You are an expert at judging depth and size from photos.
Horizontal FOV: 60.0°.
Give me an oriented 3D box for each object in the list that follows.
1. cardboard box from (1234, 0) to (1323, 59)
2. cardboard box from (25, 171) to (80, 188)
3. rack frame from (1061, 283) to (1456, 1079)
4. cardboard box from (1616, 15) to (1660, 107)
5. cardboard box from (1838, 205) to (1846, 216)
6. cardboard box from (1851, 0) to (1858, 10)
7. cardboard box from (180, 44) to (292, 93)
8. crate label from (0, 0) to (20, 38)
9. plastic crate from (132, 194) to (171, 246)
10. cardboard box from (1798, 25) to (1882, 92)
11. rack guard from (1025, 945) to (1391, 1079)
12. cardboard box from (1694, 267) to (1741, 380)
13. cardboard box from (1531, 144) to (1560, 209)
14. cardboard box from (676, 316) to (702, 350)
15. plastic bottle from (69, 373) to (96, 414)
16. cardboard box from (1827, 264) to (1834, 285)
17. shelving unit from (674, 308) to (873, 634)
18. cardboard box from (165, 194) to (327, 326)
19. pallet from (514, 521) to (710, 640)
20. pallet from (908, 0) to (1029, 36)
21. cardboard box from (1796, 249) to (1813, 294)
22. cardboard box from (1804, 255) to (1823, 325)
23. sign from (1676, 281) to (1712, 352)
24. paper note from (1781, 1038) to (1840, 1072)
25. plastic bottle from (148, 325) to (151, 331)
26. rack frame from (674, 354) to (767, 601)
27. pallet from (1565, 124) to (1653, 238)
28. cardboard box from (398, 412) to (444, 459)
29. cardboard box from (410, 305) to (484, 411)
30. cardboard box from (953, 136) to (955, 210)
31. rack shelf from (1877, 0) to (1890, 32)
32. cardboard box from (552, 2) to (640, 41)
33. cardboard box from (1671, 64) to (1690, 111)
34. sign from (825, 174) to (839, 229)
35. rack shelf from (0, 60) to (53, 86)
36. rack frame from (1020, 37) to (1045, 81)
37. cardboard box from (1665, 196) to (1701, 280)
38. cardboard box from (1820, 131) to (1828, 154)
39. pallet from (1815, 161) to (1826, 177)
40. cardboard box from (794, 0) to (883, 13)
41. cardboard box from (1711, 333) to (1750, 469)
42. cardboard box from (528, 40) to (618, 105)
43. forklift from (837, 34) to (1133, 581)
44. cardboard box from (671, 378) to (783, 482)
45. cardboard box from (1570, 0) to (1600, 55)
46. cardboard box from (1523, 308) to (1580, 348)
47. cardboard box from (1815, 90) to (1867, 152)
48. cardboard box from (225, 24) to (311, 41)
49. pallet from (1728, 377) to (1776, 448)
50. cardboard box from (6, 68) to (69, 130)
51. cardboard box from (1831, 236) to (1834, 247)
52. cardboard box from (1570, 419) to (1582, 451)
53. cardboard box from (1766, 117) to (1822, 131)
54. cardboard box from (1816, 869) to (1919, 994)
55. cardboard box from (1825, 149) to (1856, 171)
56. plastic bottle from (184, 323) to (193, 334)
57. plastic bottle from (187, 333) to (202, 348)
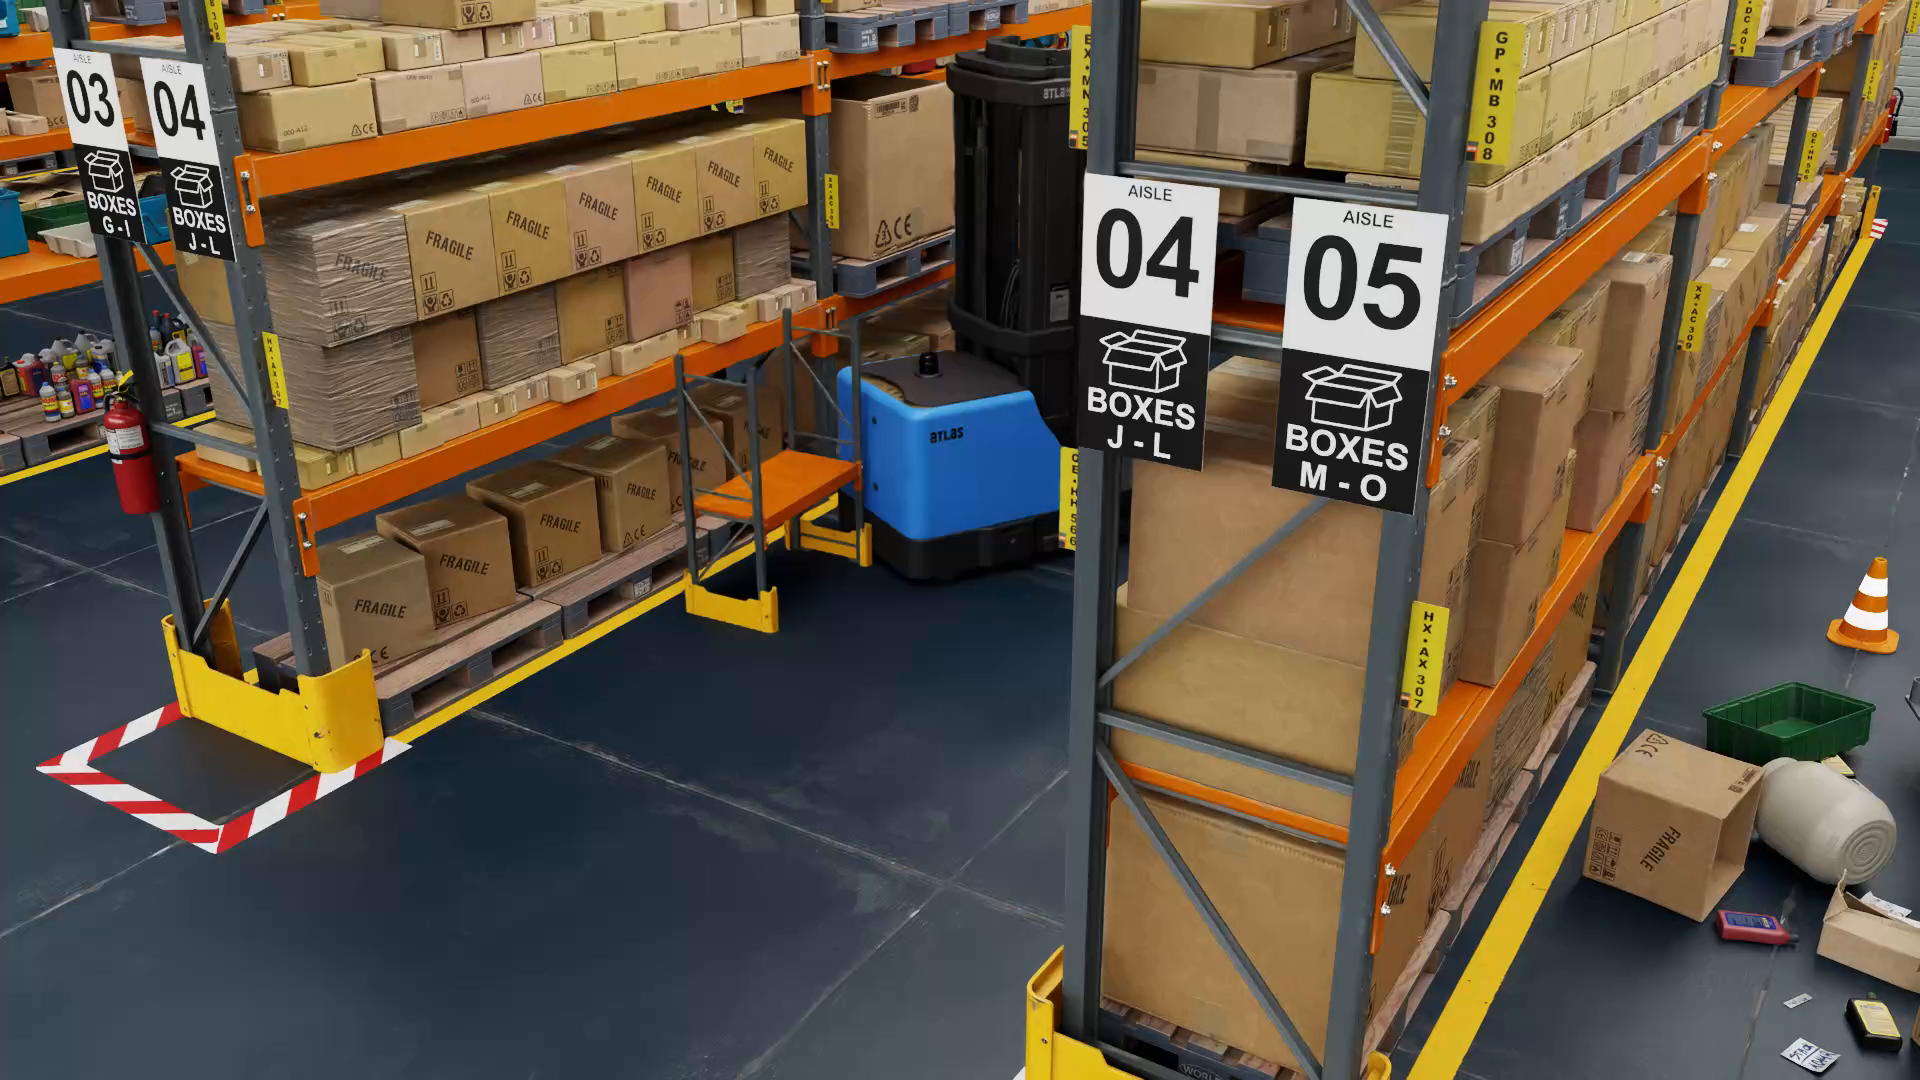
[{"bbox_3d":[0.821,-1.495,4.811,0.380,0.149,0.250,14,27,29],"label":"cardboard box"},{"bbox_3d":[-9.161,-3.591,16.997,0.500,0.311,0.500,14,27,29],"label":"cardboard box"},{"bbox_3d":[0.799,0.639,4.997,1.000,3.000,0.127,14,27,29],"label":"rack frame"},{"bbox_3d":[2.069,-1.664,5.702,0.500,0.250,0.500,14,27,29],"label":"cardboard box"},{"bbox_3d":[8.333,-3.163,16.092,0.380,0.149,0.250,14,27,29],"label":"cardboard box"},{"bbox_3d":[6.063,-3.960,11.721,0.500,0.500,0.500,14,27,29],"label":"cardboard box"},{"bbox_3d":[-3.020,-1.969,6.935,0.380,0.149,0.250,14,27,29],"label":"cardboard box"},{"bbox_3d":[-6.301,-3.343,10.608,0.502,0.251,0.408,14,27,29],"label":"crate label"},{"bbox_3d":[-5.813,-2.324,12.029,0.499,0.251,0.616,14,27,29],"label":"plastic crate"},{"bbox_3d":[7.574,-4.153,14.309,0.500,0.500,0.500,15,27,30],"label":"cardboard box"},{"bbox_3d":[0.786,1.795,5.475,1.175,0.500,0.348,14,27,29],"label":"rack guard"},{"bbox_3d":[3.947,-1.216,9.158,0.500,0.500,0.500,14,27,29],"label":"cardboard box"},{"bbox_3d":[1.519,-1.080,4.854,0.380,0.149,0.250,14,27,29],"label":"cardboard box"},{"bbox_3d":[-1.719,-1.216,9.600,0.380,0.149,0.250,14,27,29],"label":"cardboard box"},{"bbox_3d":[-6.213,-1.047,11.757,0.061,0.283,0.133,14,27,30],"label":"plastic bottle"},{"bbox_3d":[7.734,-2.441,15.172,0.380,0.149,0.250,15,27,30],"label":"cardboard box"},{"bbox_3d":[-1.028,-0.418,9.328,0.587,1.500,1.083,12,26,26],"label":"shelving unit"},{"bbox_3d":[-3.281,-1.313,7.748,0.500,0.500,0.500,14,27,29],"label":"cardboard box"},{"bbox_3d":[-2.219,0.143,9.654,1.003,0.211,1.213,14,27,29],"label":"pallet"},{"bbox_3d":[-0.291,-3.611,11.277,1.213,0.211,1.003,14,27,29],"label":"pallet"},{"bbox_3d":[6.401,-2.144,13.101,0.500,0.250,0.500,13,26,27],"label":"cardboard box"},{"bbox_3d":[6.952,-2.154,14.067,0.500,0.500,0.500,13,27,28],"label":"cardboard box"},{"bbox_3d":[3.381,-1.029,7.661,0.100,0.325,0.005,14,27,29],"label":"sign"},{"bbox_3d":[3.046,1.843,5.956,0.142,0.017,0.144,-17,29,-35],"label":"paper note"},{"bbox_3d":[-6.337,-1.559,12.857,0.144,0.351,0.185,13,26,27],"label":"plastic bottle"},{"bbox_3d":[-1.273,-0.237,8.910,0.500,1.500,0.032,12,26,26],"label":"rack frame"},{"bbox_3d":[1.824,-1.363,5.958,1.003,0.211,1.213,14,27,29],"label":"pallet"},{"bbox_3d":[-2.716,-0.527,8.007,0.380,0.149,0.250,14,27,29],"label":"cardboard box"},{"bbox_3d":[-2.886,-0.990,8.262,0.875,0.500,0.500,14,27,29],"label":"cardboard box"},{"bbox_3d":[-0.416,-2.629,11.888,0.797,0.503,0.637,17,29,34],"label":"cardboard box"},{"bbox_3d":[8.184,-5.132,15.459,1.077,0.370,4.000,14,27,29],"label":"rack shelf"},{"bbox_3d":[-1.868,-2.659,8.527,0.380,0.149,0.250,15,28,31],"label":"cardboard box"},{"bbox_3d":[2.586,-1.762,6.430,0.380,0.149,0.250,14,27,29],"label":"cardboard box"},{"bbox_3d":[-0.787,-2.070,10.167,0.100,0.325,0.005,14,27,29],"label":"sign"},{"bbox_3d":[-12.821,-5.243,19.491,1.077,0.370,4.000,14,27,29],"label":"rack shelf"},{"bbox_3d":[0.858,-3.134,13.714,1.000,3.000,0.127,14,27,29],"label":"rack frame"},{"bbox_3d":[3.435,-1.558,8.689,0.700,0.500,0.500,13,27,28],"label":"cardboard box"},{"bbox_3d":[6.675,-3.184,13.241,0.380,0.149,0.250,13,27,27],"label":"cardboard box"},{"bbox_3d":[6.602,-3.095,13.866,1.003,0.211,1.213,14,27,29],"label":"pallet"},{"bbox_3d":[-0.920,-3.539,10.215,0.797,0.503,0.637,12,26,26],"label":"cardboard box"},{"bbox_3d":[4.621,-1.034,11.167,1.050,0.750,0.750,13,27,28],"label":"cardboard box"},{"bbox_3d":[-2.086,-2.369,8.359,0.500,0.250,0.500,15,27,30],"label":"cardboard box"},{"bbox_3d":[0.784,-1.518,10.068,3.031,2.935,1.130,-13,27,-27],"label":"forklift"},{"bbox_3d":[-1.497,-0.703,10.717,0.500,0.500,0.500,13,27,27],"label":"cardboard box"},{"bbox_3d":[1.647,-1.528,4.887,0.380,0.149,0.250,14,27,30],"label":"cardboard box"},{"bbox_3d":[1.819,-0.614,6.344,0.875,0.550,0.500,14,27,29],"label":"cardboard box"},{"bbox_3d":[7.604,-3.708,14.538,0.500,0.500,0.500,13,27,28],"label":"cardboard box"},{"bbox_3d":[-3.192,-2.263,7.612,0.380,0.149,0.250,13,26,27],"label":"cardboard box"},{"bbox_3d":[5.432,-1.045,12.397,1.003,0.211,1.213,14,27,29],"label":"pallet"},{"bbox_3d":[-8.969,-4.341,16.376,0.500,0.500,0.500,16,28,33],"label":"cardboard box"},{"bbox_3d":[8.057,-2.859,15.765,0.380,0.149,0.250,15,28,31],"label":"cardboard box"},{"bbox_3d":[2.069,-0.305,6.989,0.875,0.550,0.550,14,27,29],"label":"cardboard box"},{"bbox_3d":[6.395,-3.145,12.778,0.380,0.149,0.250,13,26,27],"label":"cardboard box"},{"bbox_3d":[3.567,1.510,6.428,0.396,0.266,0.258,20,30,38],"label":"cardboard box"},{"bbox_3d":[7.556,-3.323,14.466,0.380,0.149,0.250,15,28,31],"label":"cardboard box"},{"bbox_3d":[-6.056,-1.625,13.093,0.061,0.283,0.133,14,27,29],"label":"plastic bottle"},{"bbox_3d":[-5.795,-1.454,12.708,0.152,0.276,0.135,14,27,29],"label":"plastic bottle"}]
